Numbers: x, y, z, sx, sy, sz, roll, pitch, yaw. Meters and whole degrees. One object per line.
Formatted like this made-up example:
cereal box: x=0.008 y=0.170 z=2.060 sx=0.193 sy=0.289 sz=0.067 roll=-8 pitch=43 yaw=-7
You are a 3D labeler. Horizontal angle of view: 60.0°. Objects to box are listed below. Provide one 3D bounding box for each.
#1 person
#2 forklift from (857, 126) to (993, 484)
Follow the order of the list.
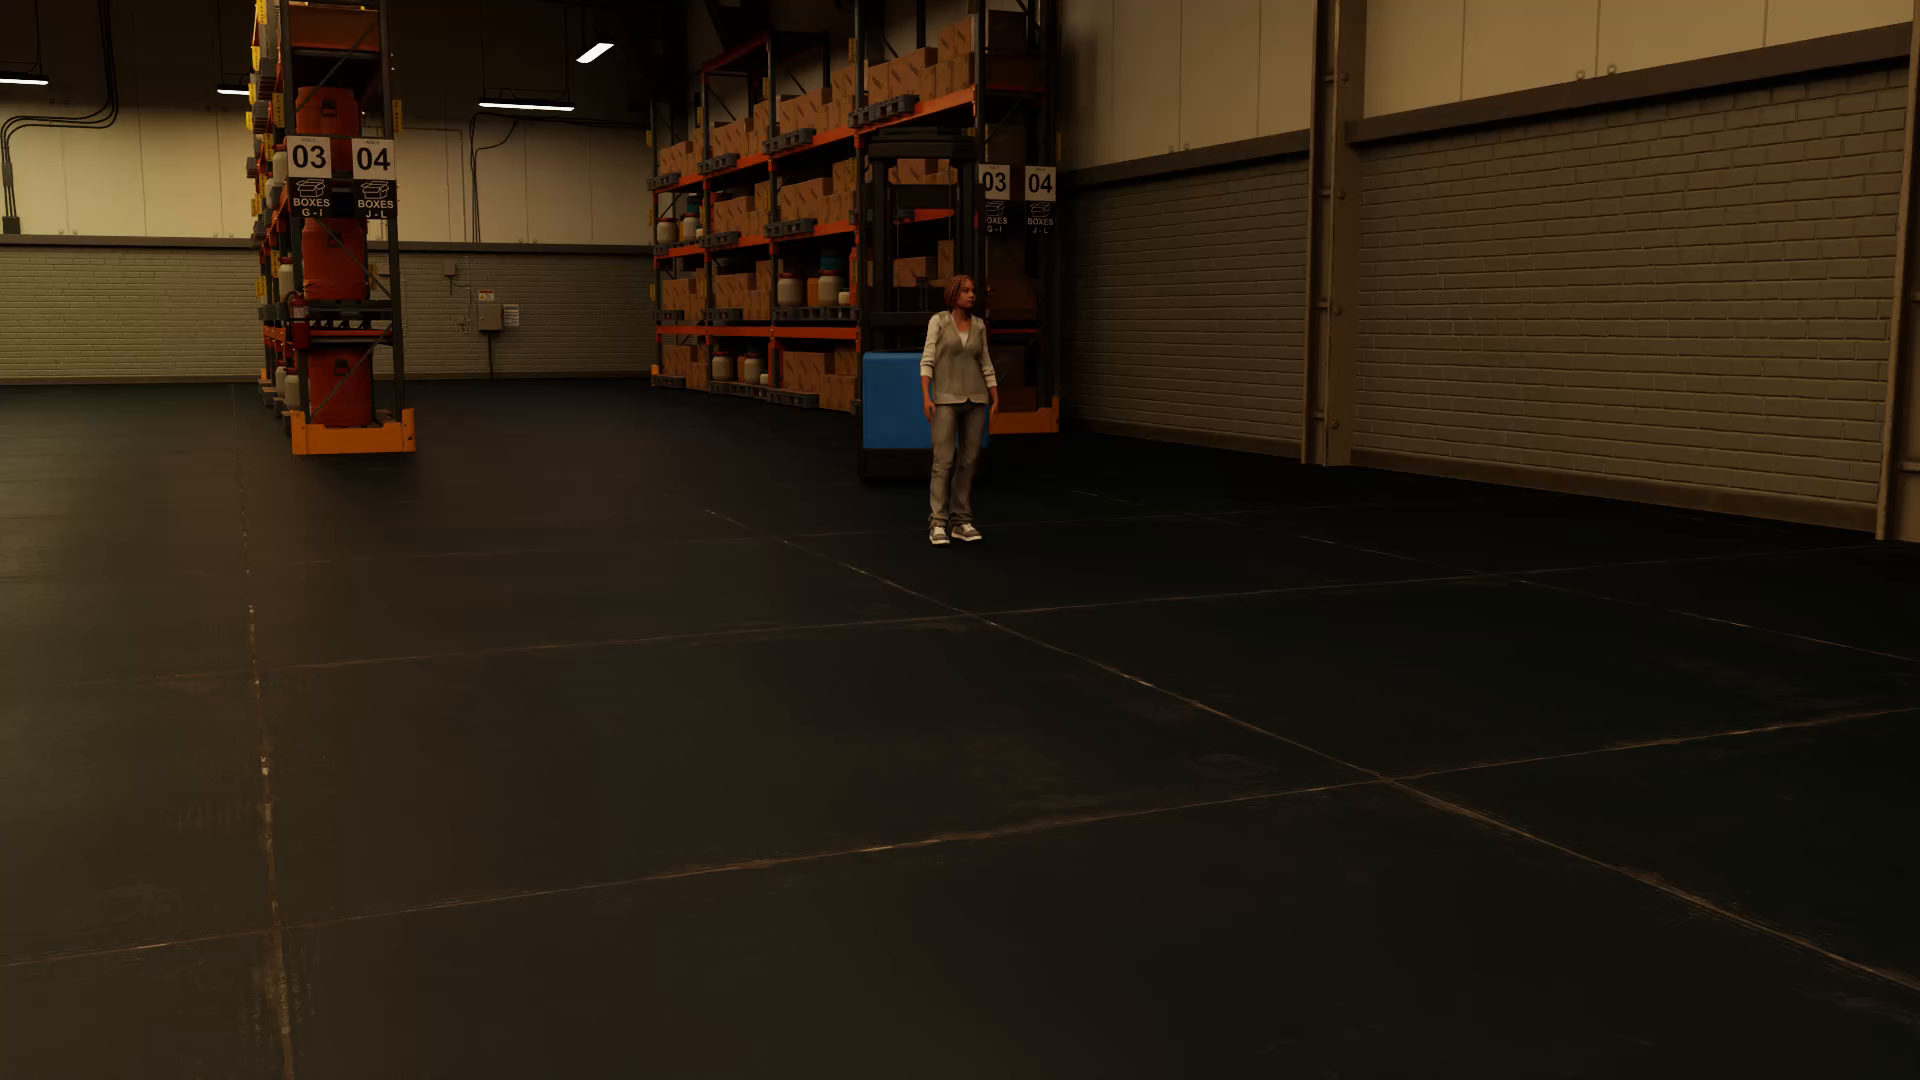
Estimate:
person: x=0.017 y=-0.789 z=9.975 sx=0.520 sy=1.599 sz=0.473 roll=-3 pitch=8 yaw=-23
forklift: x=-0.333 y=-2.076 z=14.692 sx=1.130 sy=2.935 sz=3.031 roll=0 pitch=8 yaw=-2
